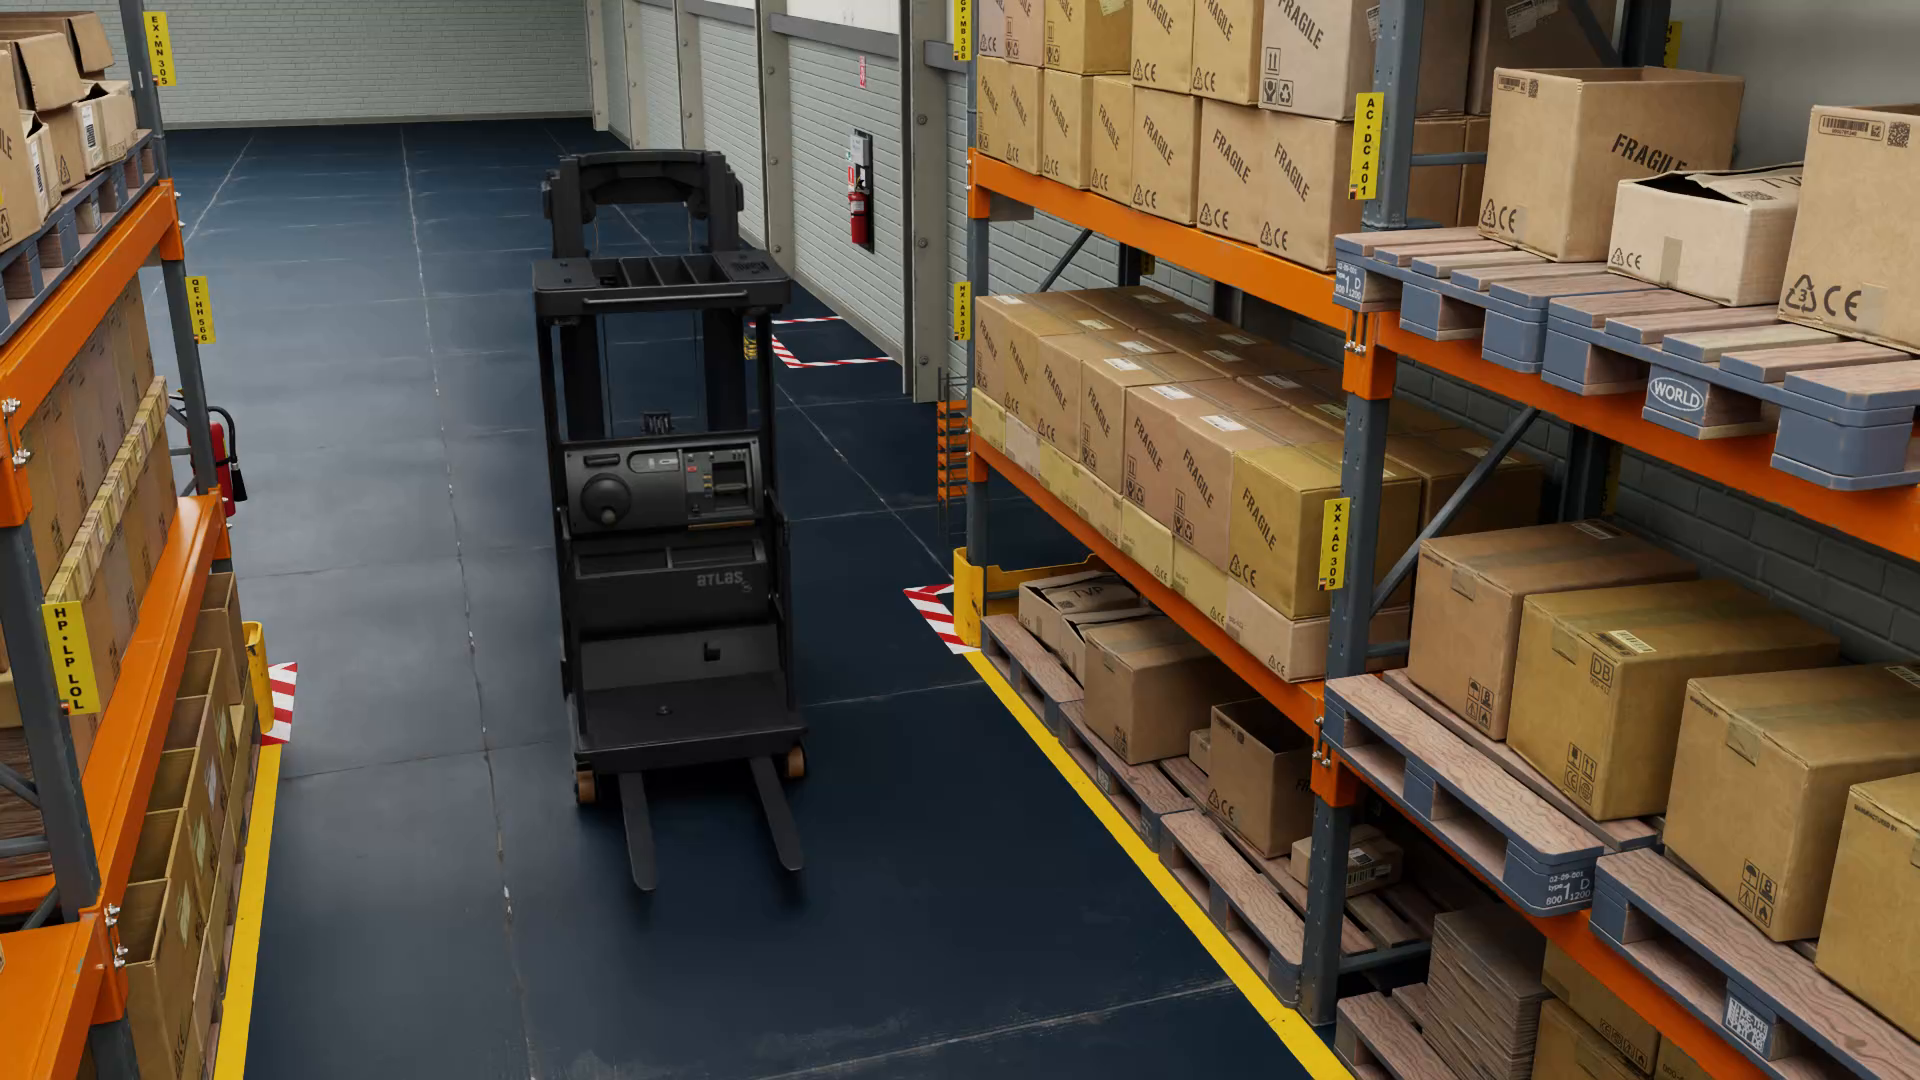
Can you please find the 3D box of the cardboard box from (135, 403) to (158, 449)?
[{"bbox_3d":[-3.706,-0.478,7.202,0.380,0.149,0.250,-7,21,-18],"label":"cardboard box"}]

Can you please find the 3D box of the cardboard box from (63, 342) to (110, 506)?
[{"bbox_3d":[-3.532,-0.392,6.005,0.700,0.500,0.500,-6,21,-17],"label":"cardboard box"}]

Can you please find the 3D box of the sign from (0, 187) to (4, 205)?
[{"bbox_3d":[-2.401,-0.974,4.023,0.100,0.325,0.005,-6,21,-17],"label":"sign"}]

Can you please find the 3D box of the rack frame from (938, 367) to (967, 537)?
[{"bbox_3d":[-0.033,-0.599,11.308,0.240,1.200,0.006,-6,21,-17],"label":"rack frame"}]

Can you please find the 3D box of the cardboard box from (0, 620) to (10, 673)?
[{"bbox_3d":[-3.059,0.091,4.660,0.700,0.500,0.500,-6,21,-17],"label":"cardboard box"}]

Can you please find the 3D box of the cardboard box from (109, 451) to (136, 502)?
[{"bbox_3d":[-3.461,-0.228,6.507,0.380,0.149,0.250,-6,21,-16],"label":"cardboard box"}]

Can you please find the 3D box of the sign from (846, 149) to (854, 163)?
[{"bbox_3d":[-1.137,-3.963,17.176,0.001,0.109,0.331,-6,21,-17],"label":"sign"}]

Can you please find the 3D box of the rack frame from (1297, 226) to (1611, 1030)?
[{"bbox_3d":[1.788,0.362,5.970,1.000,3.000,0.127,-6,21,-17],"label":"rack frame"}]

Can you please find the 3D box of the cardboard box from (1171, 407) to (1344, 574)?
[{"bbox_3d":[1.184,-0.208,6.640,0.500,0.500,0.500,-7,21,-18],"label":"cardboard box"}]

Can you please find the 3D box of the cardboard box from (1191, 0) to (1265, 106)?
[{"bbox_3d":[1.190,-1.884,6.130,0.500,0.500,0.500,-5,20,-14],"label":"cardboard box"}]

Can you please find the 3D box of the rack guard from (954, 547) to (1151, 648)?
[{"bbox_3d":[0.555,0.280,9.898,1.175,0.500,0.348,-6,21,-17],"label":"rack guard"}]

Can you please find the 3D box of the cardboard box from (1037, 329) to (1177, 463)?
[{"bbox_3d":[0.698,-0.702,8.015,0.500,0.500,0.500,-7,21,-19],"label":"cardboard box"}]

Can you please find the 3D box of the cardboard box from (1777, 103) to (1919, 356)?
[{"bbox_3d":[2.272,-0.714,3.761,0.500,0.500,0.500,-7,21,-19],"label":"cardboard box"}]

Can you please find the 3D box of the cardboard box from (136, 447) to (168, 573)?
[{"bbox_3d":[-3.866,-0.121,7.169,0.700,0.500,0.500,-6,21,-16],"label":"cardboard box"}]

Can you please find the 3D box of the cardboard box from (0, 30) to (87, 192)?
[{"bbox_3d":[-3.311,-1.376,5.391,0.797,0.503,0.637,-4,20,-11],"label":"cardboard box"}]

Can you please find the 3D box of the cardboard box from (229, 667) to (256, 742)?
[{"bbox_3d":[-3.722,0.843,8.077,0.500,0.250,0.500,-6,21,-17],"label":"cardboard box"}]

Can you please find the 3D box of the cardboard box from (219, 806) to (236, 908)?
[{"bbox_3d":[-3.239,1.324,6.740,0.500,0.250,0.500,-6,21,-17],"label":"cardboard box"}]

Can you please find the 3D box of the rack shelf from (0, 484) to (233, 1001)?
[{"bbox_3d":[-3.542,0.587,6.410,1.077,0.370,4.000,-6,21,-17],"label":"rack shelf"}]

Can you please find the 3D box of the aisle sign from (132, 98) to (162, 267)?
[{"bbox_3d":[-3.912,-1.669,7.781,0.394,0.787,0.004,-6,21,-17],"label":"aisle sign"}]

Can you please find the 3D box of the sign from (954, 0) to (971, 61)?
[{"bbox_3d":[0.016,-2.686,8.728,0.100,0.325,0.005,-6,21,-17],"label":"sign"}]

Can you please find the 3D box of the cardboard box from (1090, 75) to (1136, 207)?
[{"bbox_3d":[0.889,-1.743,7.218,0.500,0.500,0.500,-5,20,-14],"label":"cardboard box"}]

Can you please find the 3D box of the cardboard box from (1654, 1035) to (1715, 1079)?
[{"bbox_3d":[2.344,1.521,4.682,0.500,0.250,0.500,-7,21,-19],"label":"cardboard box"}]

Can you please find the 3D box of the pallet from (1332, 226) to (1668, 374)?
[{"bbox_3d":[1.881,-0.751,4.912,1.213,0.211,1.003,-6,21,-17],"label":"pallet"}]

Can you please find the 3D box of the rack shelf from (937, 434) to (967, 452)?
[{"bbox_3d":[-0.005,-0.640,11.201,0.258,0.103,0.180,-6,21,-17],"label":"rack shelf"}]

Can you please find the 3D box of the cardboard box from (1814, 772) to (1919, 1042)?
[{"bbox_3d":[2.475,0.845,3.828,0.700,0.500,0.500,-6,21,-17],"label":"cardboard box"}]

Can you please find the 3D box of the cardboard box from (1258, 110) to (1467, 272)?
[{"bbox_3d":[1.394,-1.242,5.823,0.500,0.500,0.500,-6,21,-16],"label":"cardboard box"}]

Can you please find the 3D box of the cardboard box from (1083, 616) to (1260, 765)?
[{"bbox_3d":[1.025,0.703,8.068,0.700,0.500,0.500,-8,21,-21],"label":"cardboard box"}]

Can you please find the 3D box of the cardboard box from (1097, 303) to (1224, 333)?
[{"bbox_3d":[1.030,-0.922,8.628,0.500,0.500,0.500,-6,21,-16],"label":"cardboard box"}]

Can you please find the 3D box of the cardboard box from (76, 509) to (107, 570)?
[{"bbox_3d":[-3.223,0.018,5.822,0.380,0.149,0.250,-7,21,-19],"label":"cardboard box"}]

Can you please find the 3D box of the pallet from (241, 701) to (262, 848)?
[{"bbox_3d":[-3.890,1.160,7.876,1.003,0.211,1.213,-6,21,-17],"label":"pallet"}]

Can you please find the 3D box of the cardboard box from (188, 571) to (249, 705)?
[{"bbox_3d":[-3.720,0.490,7.951,0.500,0.500,0.500,-6,21,-17],"label":"cardboard box"}]

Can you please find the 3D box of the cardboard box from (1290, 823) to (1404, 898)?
[{"bbox_3d":[1.592,1.320,6.844,0.380,0.166,0.250,-9,22,-24],"label":"cardboard box"}]

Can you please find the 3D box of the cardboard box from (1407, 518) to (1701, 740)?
[{"bbox_3d":[1.916,0.275,5.414,0.700,0.500,0.500,-6,21,-17],"label":"cardboard box"}]

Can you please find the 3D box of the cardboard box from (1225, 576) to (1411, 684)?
[{"bbox_3d":[1.352,0.304,6.325,0.500,0.250,0.500,-6,21,-17],"label":"cardboard box"}]

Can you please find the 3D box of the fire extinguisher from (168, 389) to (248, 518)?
[{"bbox_3d":[-3.767,-0.444,8.331,0.296,0.674,0.183,-6,21,-17],"label":"fire extinguisher"}]

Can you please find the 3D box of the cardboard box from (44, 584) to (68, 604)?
[{"bbox_3d":[-2.976,0.268,5.126,0.380,0.149,0.250,-7,21,-19],"label":"cardboard box"}]

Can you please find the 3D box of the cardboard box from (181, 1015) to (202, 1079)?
[{"bbox_3d":[-2.771,1.805,5.399,0.500,0.250,0.500,-6,21,-17],"label":"cardboard box"}]

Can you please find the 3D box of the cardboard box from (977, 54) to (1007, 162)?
[{"bbox_3d":[0.399,-2.255,8.644,0.500,0.500,0.500,-6,21,-16],"label":"cardboard box"}]

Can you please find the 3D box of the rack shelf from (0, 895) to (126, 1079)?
[{"bbox_3d":[-2.285,1.870,2.836,1.077,0.370,4.000,-6,21,-17],"label":"rack shelf"}]

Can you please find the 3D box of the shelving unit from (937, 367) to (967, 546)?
[{"bbox_3d":[-0.005,-0.569,11.227,0.258,1.200,0.189,-6,21,-17],"label":"shelving unit"}]

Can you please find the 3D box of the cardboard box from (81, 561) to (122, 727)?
[{"bbox_3d":[-3.385,0.371,5.798,0.700,0.500,0.500,-6,21,-16],"label":"cardboard box"}]

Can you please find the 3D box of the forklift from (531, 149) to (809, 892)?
[{"bbox_3d":[-1.366,-0.264,7.815,1.130,2.935,3.031,-5,20,-14],"label":"forklift"}]

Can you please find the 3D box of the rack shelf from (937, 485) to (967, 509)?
[{"bbox_3d":[-0.005,-0.302,11.323,0.258,0.103,0.180,-6,21,-17],"label":"rack shelf"}]

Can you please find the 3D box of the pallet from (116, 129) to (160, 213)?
[{"bbox_3d":[-3.973,-1.534,6.944,1.003,0.211,1.213,-6,21,-17],"label":"pallet"}]

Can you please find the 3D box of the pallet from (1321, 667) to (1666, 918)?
[{"bbox_3d":[1.890,0.713,5.276,1.003,0.211,1.213,-6,21,-17],"label":"pallet"}]

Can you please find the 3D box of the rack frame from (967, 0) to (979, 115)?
[{"bbox_3d":[0.531,-3.745,8.530,1.000,3.000,0.127,-6,21,-17],"label":"rack frame"}]

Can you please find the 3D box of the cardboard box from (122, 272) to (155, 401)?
[{"bbox_3d":[-4.019,-0.883,7.371,0.700,0.500,0.500,-6,21,-17],"label":"cardboard box"}]

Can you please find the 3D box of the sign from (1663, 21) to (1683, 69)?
[{"bbox_3d":[2.314,-1.538,5.476,0.100,0.325,0.005,-6,21,-17],"label":"sign"}]

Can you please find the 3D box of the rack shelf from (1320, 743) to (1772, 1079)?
[{"bbox_3d":[2.417,1.343,4.305,1.077,0.370,4.000,-6,21,-17],"label":"rack shelf"}]

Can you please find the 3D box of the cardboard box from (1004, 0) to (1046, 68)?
[{"bbox_3d":[0.531,-2.544,7.968,0.500,0.500,0.500,-7,21,-18],"label":"cardboard box"}]

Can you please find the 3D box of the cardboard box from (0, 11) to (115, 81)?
[{"bbox_3d":[-3.994,-1.933,6.941,0.797,0.503,0.637,-5,20,-13],"label":"cardboard box"}]

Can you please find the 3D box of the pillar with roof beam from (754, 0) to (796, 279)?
[{"bbox_3d":[-6.286,-7.005,17.608,9.100,9.000,0.400,-6,21,-17],"label":"pillar with roof beam"}]

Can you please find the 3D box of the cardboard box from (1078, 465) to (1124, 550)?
[{"bbox_3d":[0.871,-0.178,7.667,0.500,0.250,0.500,-6,21,-17],"label":"cardboard box"}]

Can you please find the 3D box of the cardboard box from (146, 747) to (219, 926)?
[{"bbox_3d":[-3.076,1.131,6.169,0.500,0.500,0.500,-6,21,-17],"label":"cardboard box"}]

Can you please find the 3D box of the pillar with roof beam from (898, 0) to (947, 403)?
[{"bbox_3d":[-4.401,-5.080,12.247,9.100,9.000,0.400,-6,21,-17],"label":"pillar with roof beam"}]

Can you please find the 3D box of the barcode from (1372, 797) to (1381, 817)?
[{"bbox_3d":[1.806,1.159,7.214,0.001,0.075,0.075,-6,21,-17],"label":"barcode"}]

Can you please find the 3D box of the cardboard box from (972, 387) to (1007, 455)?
[{"bbox_3d":[0.383,-0.670,9.036,0.500,0.250,0.500,-7,21,-19],"label":"cardboard box"}]

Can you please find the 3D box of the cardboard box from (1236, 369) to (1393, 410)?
[{"bbox_3d":[1.528,-0.429,7.257,0.500,0.500,0.500,-6,21,-16],"label":"cardboard box"}]
